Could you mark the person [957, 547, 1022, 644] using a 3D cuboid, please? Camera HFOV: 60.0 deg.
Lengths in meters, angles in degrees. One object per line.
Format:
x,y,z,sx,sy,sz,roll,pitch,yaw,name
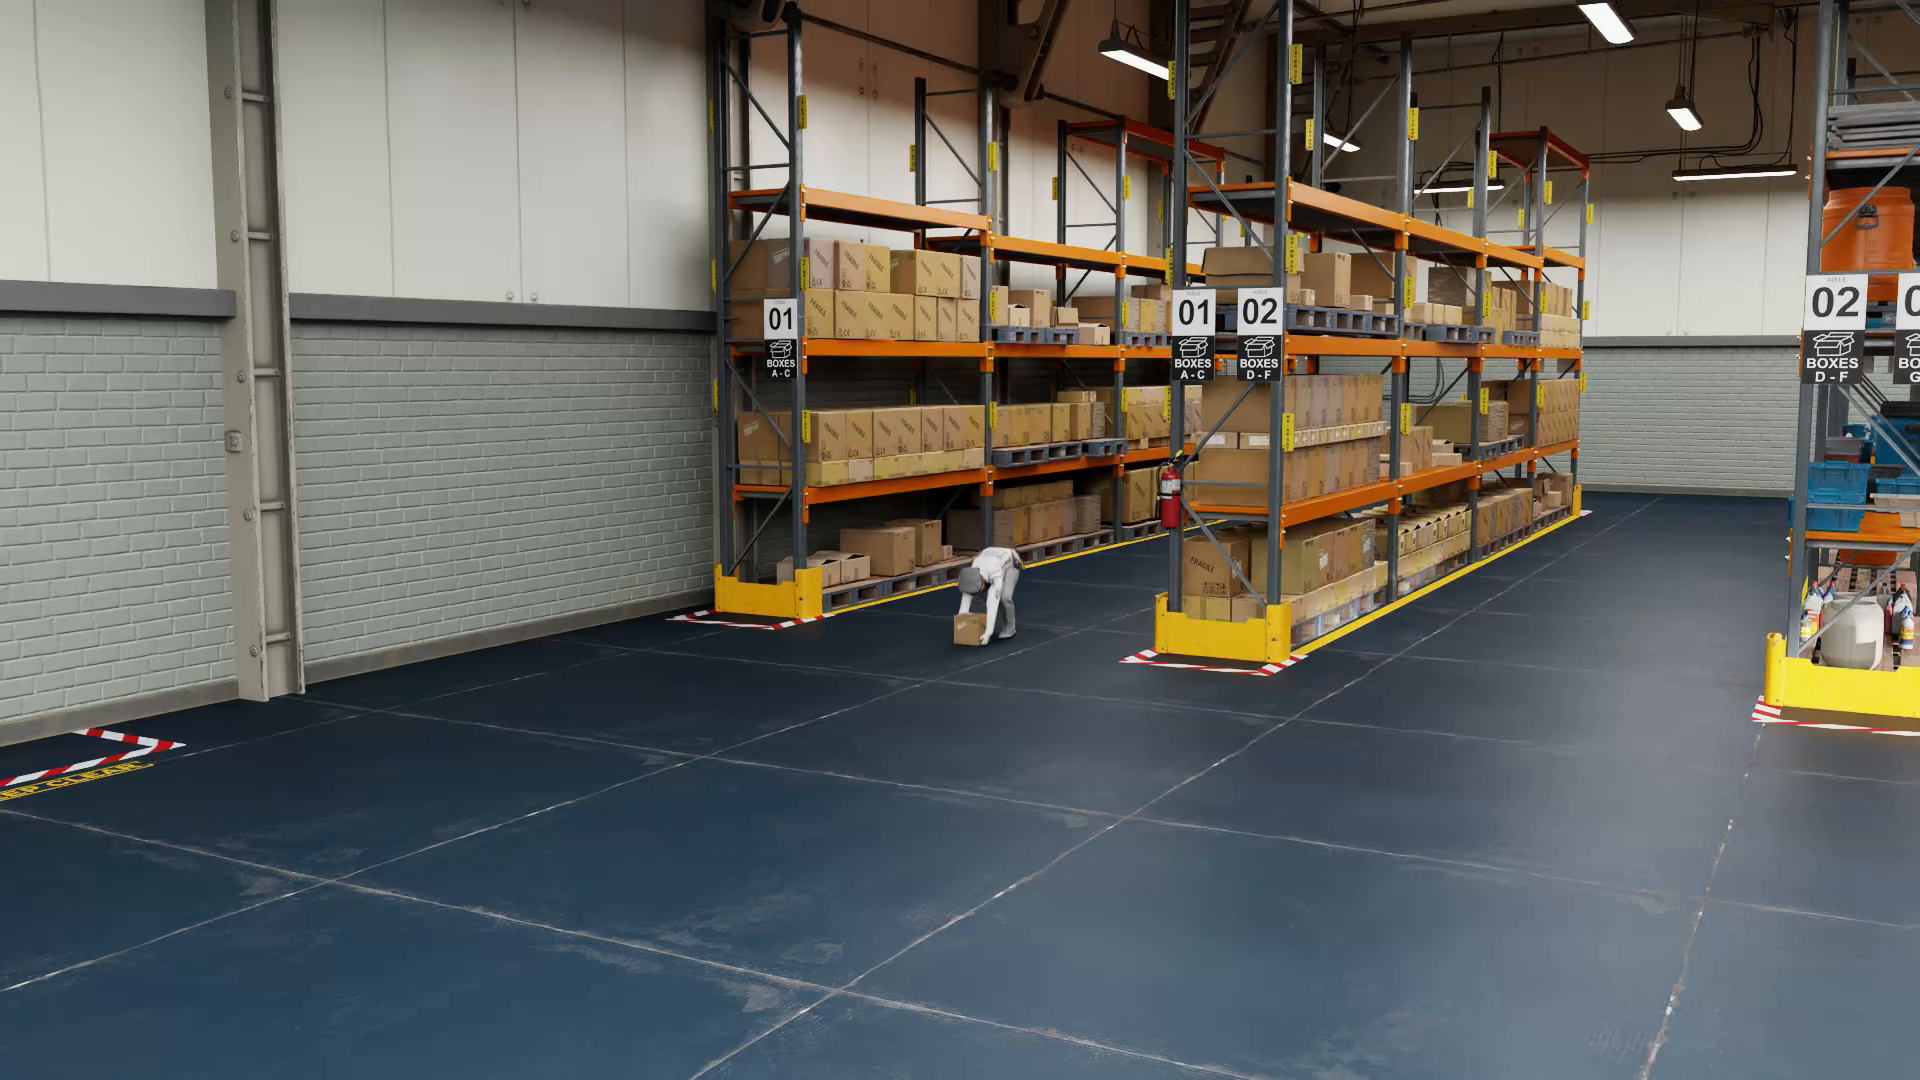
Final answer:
0.270,0.512,15.532,0.467,0.842,0.889,3,7,26,person
